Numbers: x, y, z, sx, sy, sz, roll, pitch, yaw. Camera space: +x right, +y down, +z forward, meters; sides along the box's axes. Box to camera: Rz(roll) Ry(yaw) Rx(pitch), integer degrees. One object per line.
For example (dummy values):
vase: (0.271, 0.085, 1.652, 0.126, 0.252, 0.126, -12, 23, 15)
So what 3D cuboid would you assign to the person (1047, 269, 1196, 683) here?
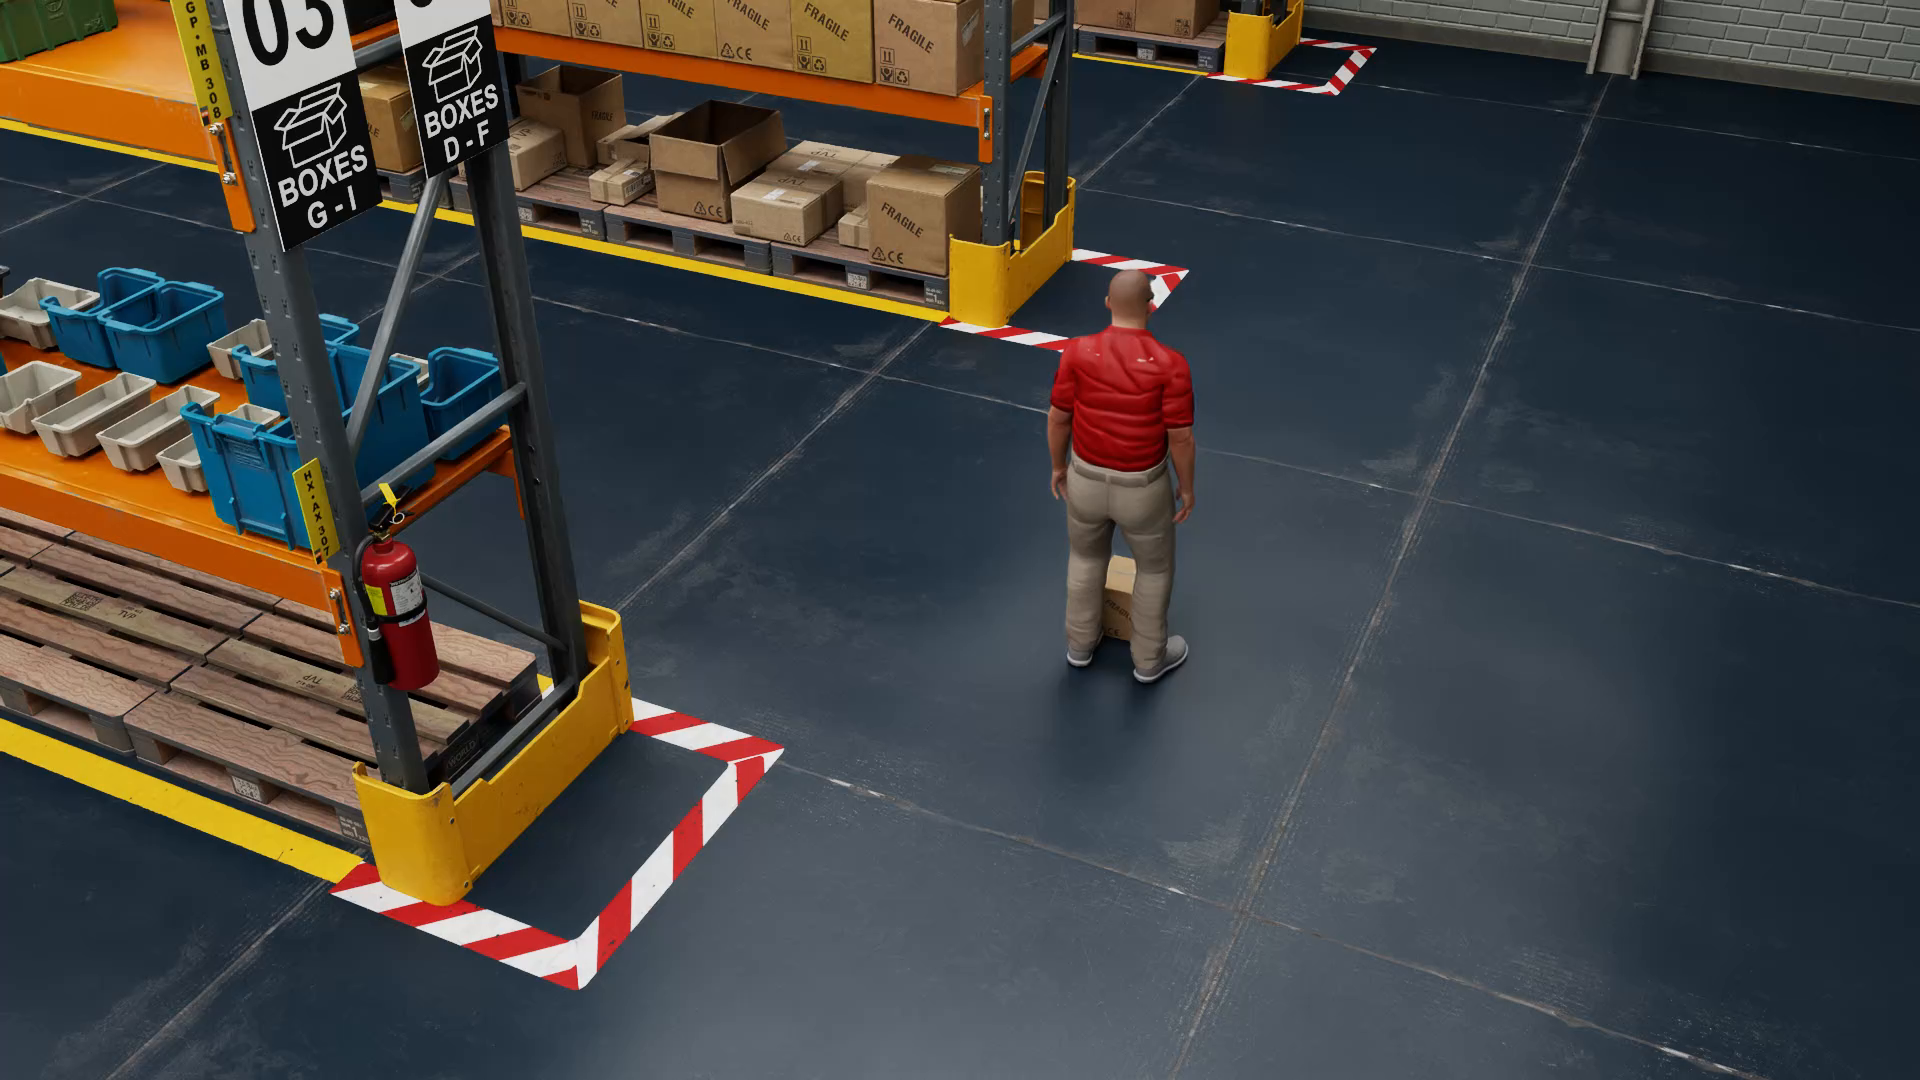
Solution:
person: (0.634, -0.229, 6.500, 0.595, 1.725, 0.393, 12, 35, 18)
